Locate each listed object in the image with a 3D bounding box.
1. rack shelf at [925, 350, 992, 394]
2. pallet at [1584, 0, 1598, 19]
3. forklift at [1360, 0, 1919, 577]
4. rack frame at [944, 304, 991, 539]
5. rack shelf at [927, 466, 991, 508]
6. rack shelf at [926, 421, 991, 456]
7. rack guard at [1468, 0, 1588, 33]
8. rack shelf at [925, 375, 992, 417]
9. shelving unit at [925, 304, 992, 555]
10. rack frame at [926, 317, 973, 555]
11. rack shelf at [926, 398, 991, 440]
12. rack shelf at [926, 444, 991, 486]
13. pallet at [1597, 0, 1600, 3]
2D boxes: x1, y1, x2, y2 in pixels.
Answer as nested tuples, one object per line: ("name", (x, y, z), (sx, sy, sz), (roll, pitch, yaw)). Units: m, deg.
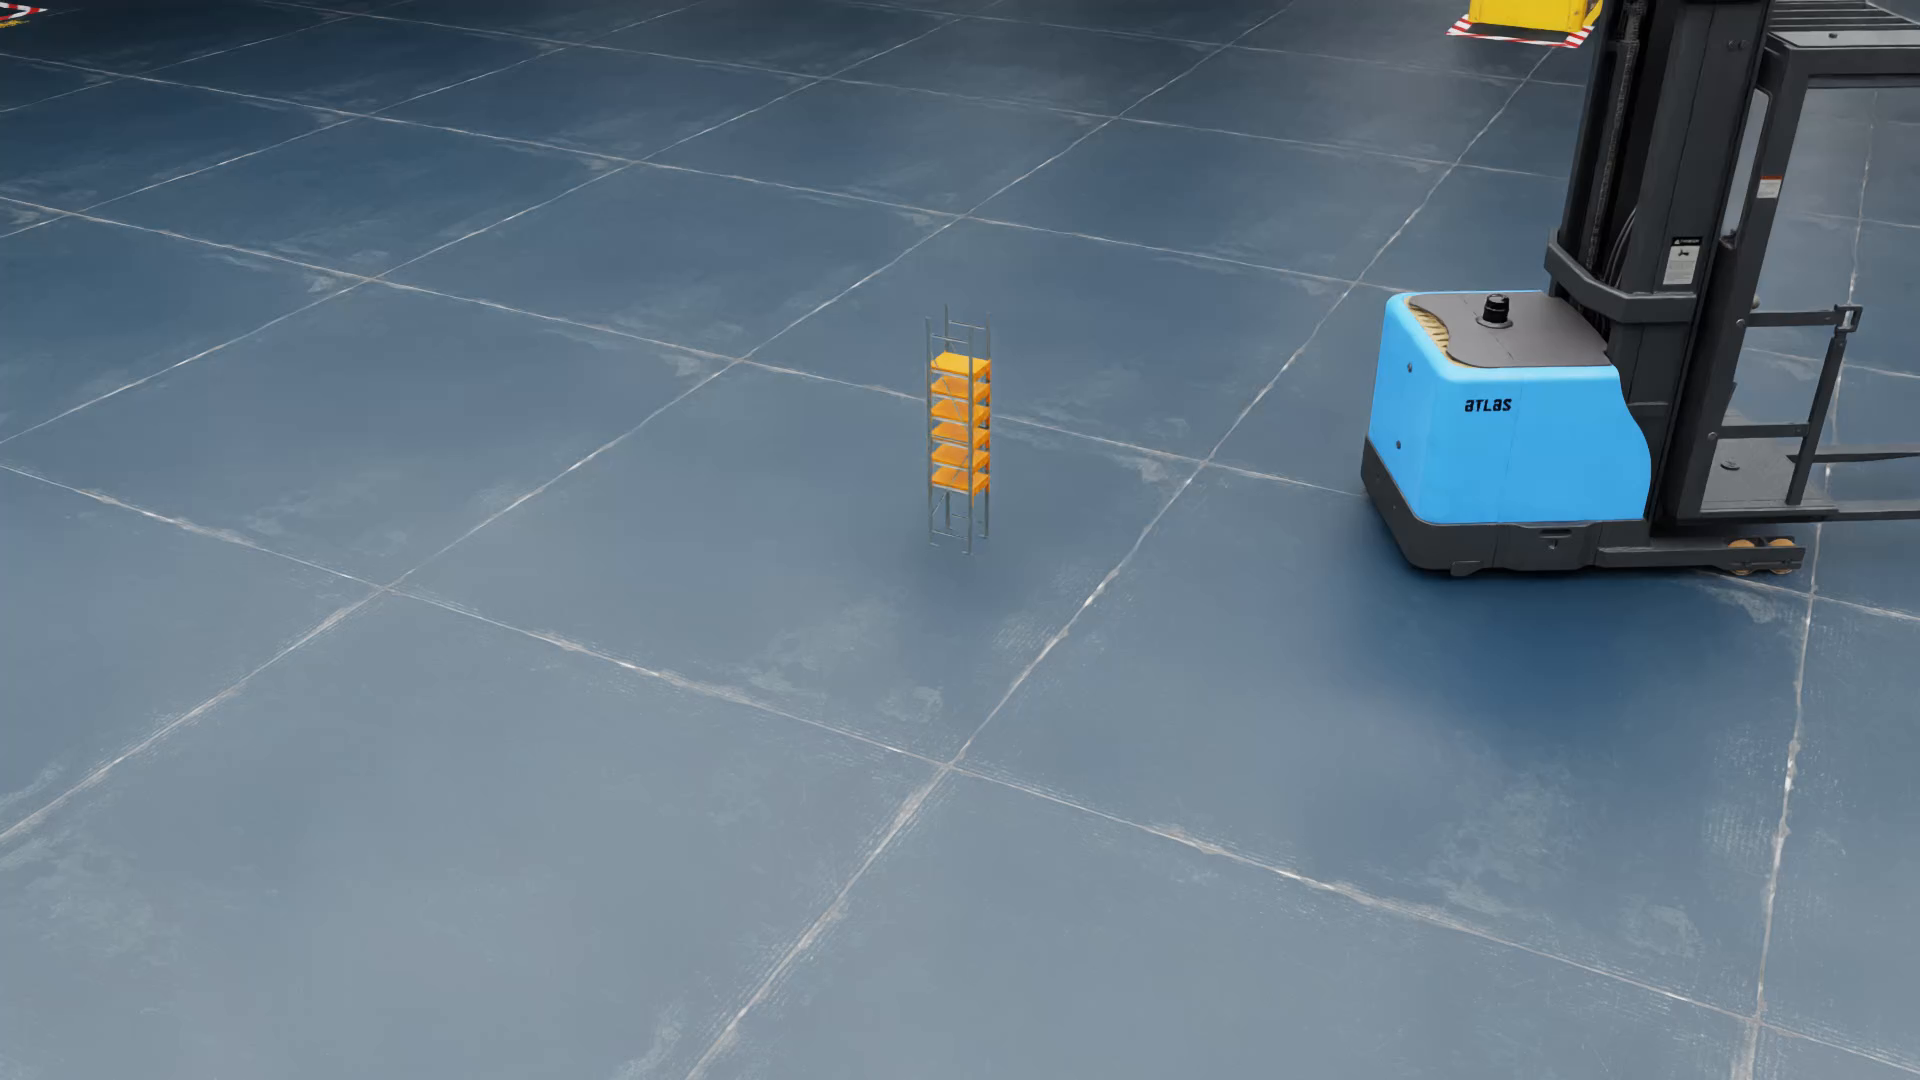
("rack shelf", (-0.007, -0.788, 7.783), (0.258, 0.103, 0.180), (14, 33, 23))
("pallet", (6.498, -6.013, 18.509), (1.003, 0.211, 1.213), (14, 33, 23))
("forklift", (3.625, -1.366, 7.686), (3.031, 2.935, 1.130), (-2, 30, -3))
("rack frame", (0.035, -0.554, 8.011), (0.240, 1.200, 0.006), (14, 33, 23))
("rack shelf", (-0.007, -0.267, 8.082), (0.258, 0.103, 0.180), (14, 33, 23))
("rack shelf", (-0.007, -0.475, 7.962), (0.258, 0.103, 0.180), (14, 33, 23))
("rack guard", (6.096, -5.786, 17.824), (1.175, 0.500, 0.348), (14, 33, 23))
("rack shelf", (-0.007, -0.683, 7.843), (0.258, 0.103, 0.180), (14, 33, 23))
("shelving unit", (-0.007, -0.514, 7.940), (0.258, 1.200, 0.189), (14, 33, 23))
("rack frame", (-0.048, -0.473, 7.869), (0.240, 1.200, 0.006), (14, 33, 23))
("rack shelf", (-0.007, -0.579, 7.902), (0.258, 0.103, 0.180), (14, 33, 23))
("rack shelf", (-0.007, -0.371, 8.022), (0.258, 0.103, 0.180), (14, 33, 23))
("pallet", (7.055, -6.552, 19.447), (1.003, 0.211, 1.213), (14, 33, 23))
